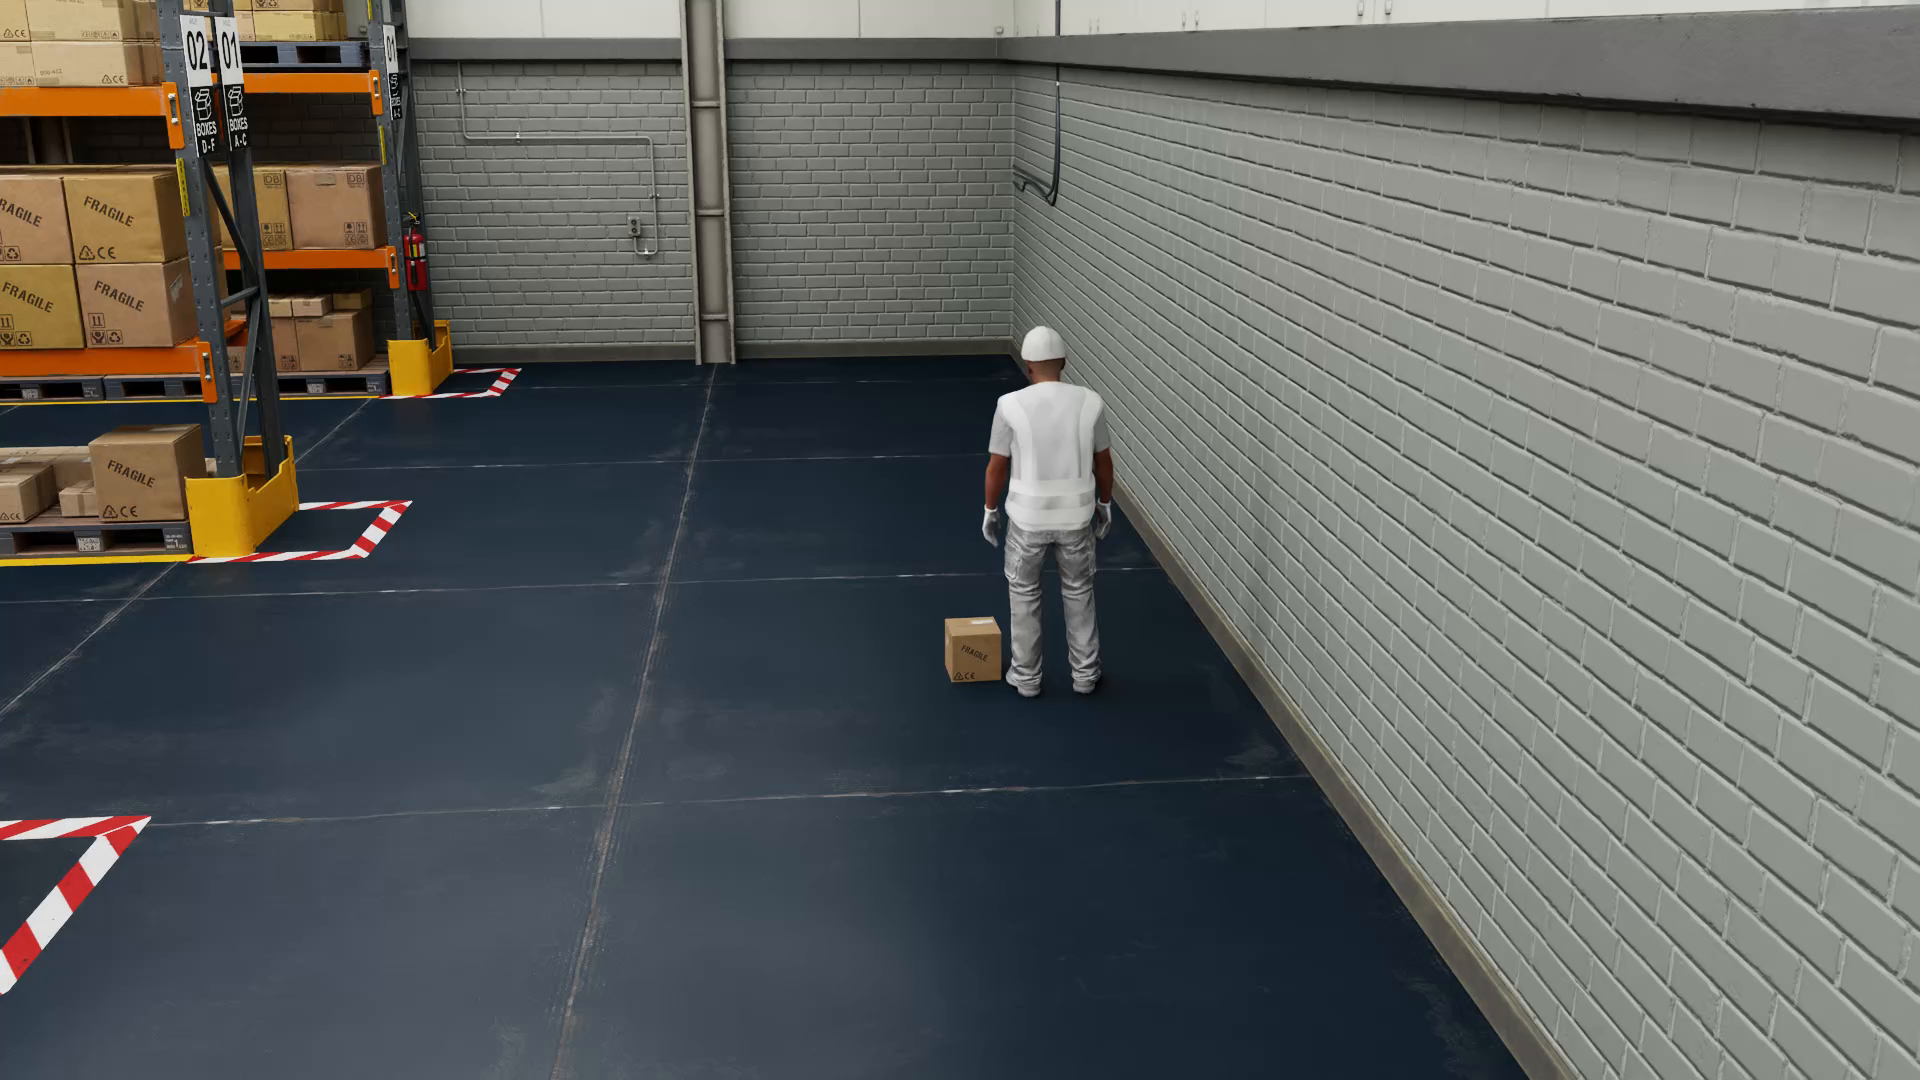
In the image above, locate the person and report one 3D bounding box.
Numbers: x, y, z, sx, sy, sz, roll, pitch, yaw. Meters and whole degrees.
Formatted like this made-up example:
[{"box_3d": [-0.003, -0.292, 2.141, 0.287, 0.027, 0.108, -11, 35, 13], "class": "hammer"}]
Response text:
[{"box_3d": [0.423, -0.127, 7.946, 0.633, 1.775, 0.449, -2, 17, -7], "class": "person"}]
